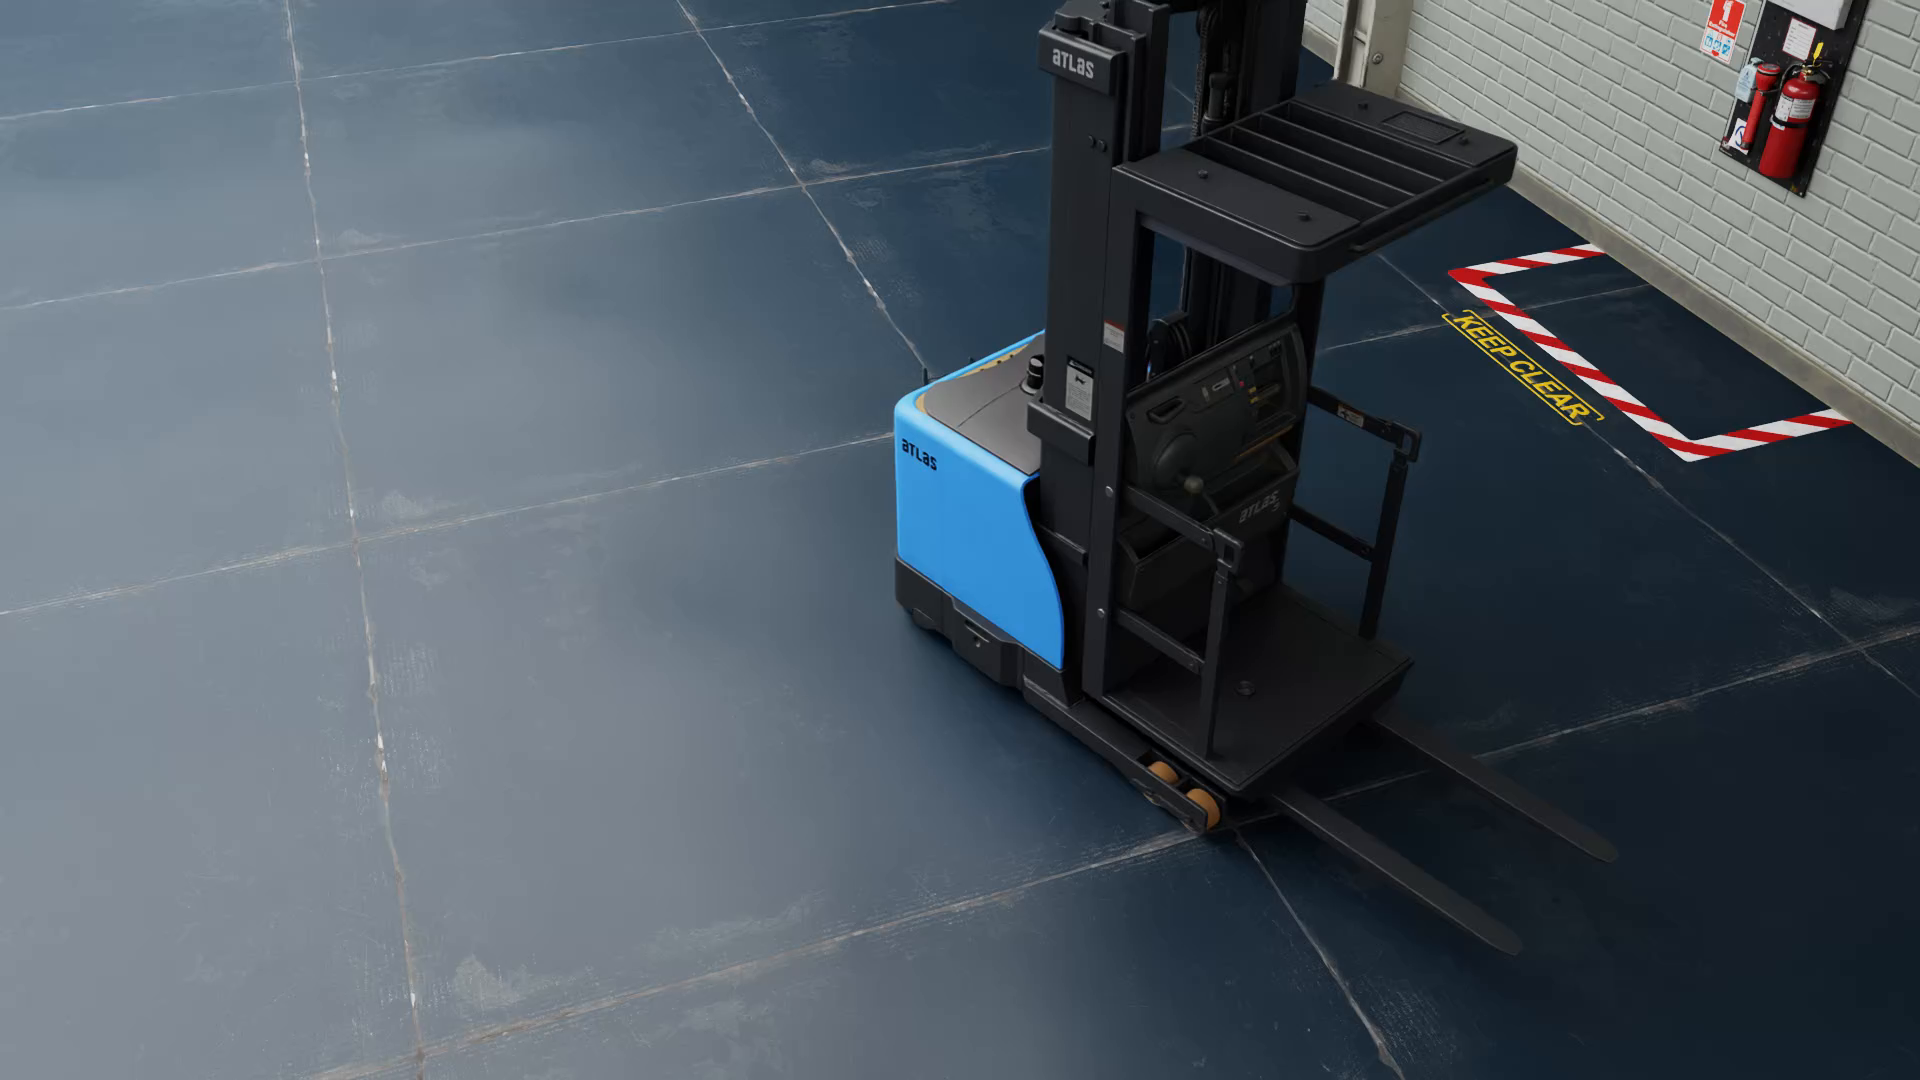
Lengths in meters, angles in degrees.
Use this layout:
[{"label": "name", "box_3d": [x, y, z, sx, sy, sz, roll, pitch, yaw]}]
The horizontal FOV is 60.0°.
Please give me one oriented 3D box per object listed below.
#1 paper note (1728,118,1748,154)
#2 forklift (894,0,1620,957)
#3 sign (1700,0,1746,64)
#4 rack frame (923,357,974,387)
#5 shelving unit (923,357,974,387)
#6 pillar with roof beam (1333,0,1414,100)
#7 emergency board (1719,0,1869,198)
[{"label": "paper note", "box_3d": [4.157, -2.145, 8.837, 0.016, 0.148, 0.142, -12, 39, -16]}, {"label": "forklift", "box_3d": [1.078, -0.415, 5.865, 1.130, 2.935, 3.031, -29, 46, -32]}, {"label": "sign", "box_3d": [4.059, -2.731, 8.852, 0.001, 0.329, 0.234, -12, 39, -16]}, {"label": "rack frame", "box_3d": [-0.051, -0.416, 7.554, 0.240, 0.900, 0.006, -15, 40, -19]}, {"label": "shelving unit", "box_3d": [-0.010, -0.360, 7.480, 0.258, 0.900, 0.210, -15, 40, -19]}, {"label": "pillar with roof beam", "box_3d": [-1.140, -5.873, 8.068, 9.100, 9.000, 0.400, -12, 39, -16]}, {"label": "emergency board", "box_3d": [4.153, -2.383, 8.420, 0.194, 1.169, 0.643, -12, 39, -16]}]
